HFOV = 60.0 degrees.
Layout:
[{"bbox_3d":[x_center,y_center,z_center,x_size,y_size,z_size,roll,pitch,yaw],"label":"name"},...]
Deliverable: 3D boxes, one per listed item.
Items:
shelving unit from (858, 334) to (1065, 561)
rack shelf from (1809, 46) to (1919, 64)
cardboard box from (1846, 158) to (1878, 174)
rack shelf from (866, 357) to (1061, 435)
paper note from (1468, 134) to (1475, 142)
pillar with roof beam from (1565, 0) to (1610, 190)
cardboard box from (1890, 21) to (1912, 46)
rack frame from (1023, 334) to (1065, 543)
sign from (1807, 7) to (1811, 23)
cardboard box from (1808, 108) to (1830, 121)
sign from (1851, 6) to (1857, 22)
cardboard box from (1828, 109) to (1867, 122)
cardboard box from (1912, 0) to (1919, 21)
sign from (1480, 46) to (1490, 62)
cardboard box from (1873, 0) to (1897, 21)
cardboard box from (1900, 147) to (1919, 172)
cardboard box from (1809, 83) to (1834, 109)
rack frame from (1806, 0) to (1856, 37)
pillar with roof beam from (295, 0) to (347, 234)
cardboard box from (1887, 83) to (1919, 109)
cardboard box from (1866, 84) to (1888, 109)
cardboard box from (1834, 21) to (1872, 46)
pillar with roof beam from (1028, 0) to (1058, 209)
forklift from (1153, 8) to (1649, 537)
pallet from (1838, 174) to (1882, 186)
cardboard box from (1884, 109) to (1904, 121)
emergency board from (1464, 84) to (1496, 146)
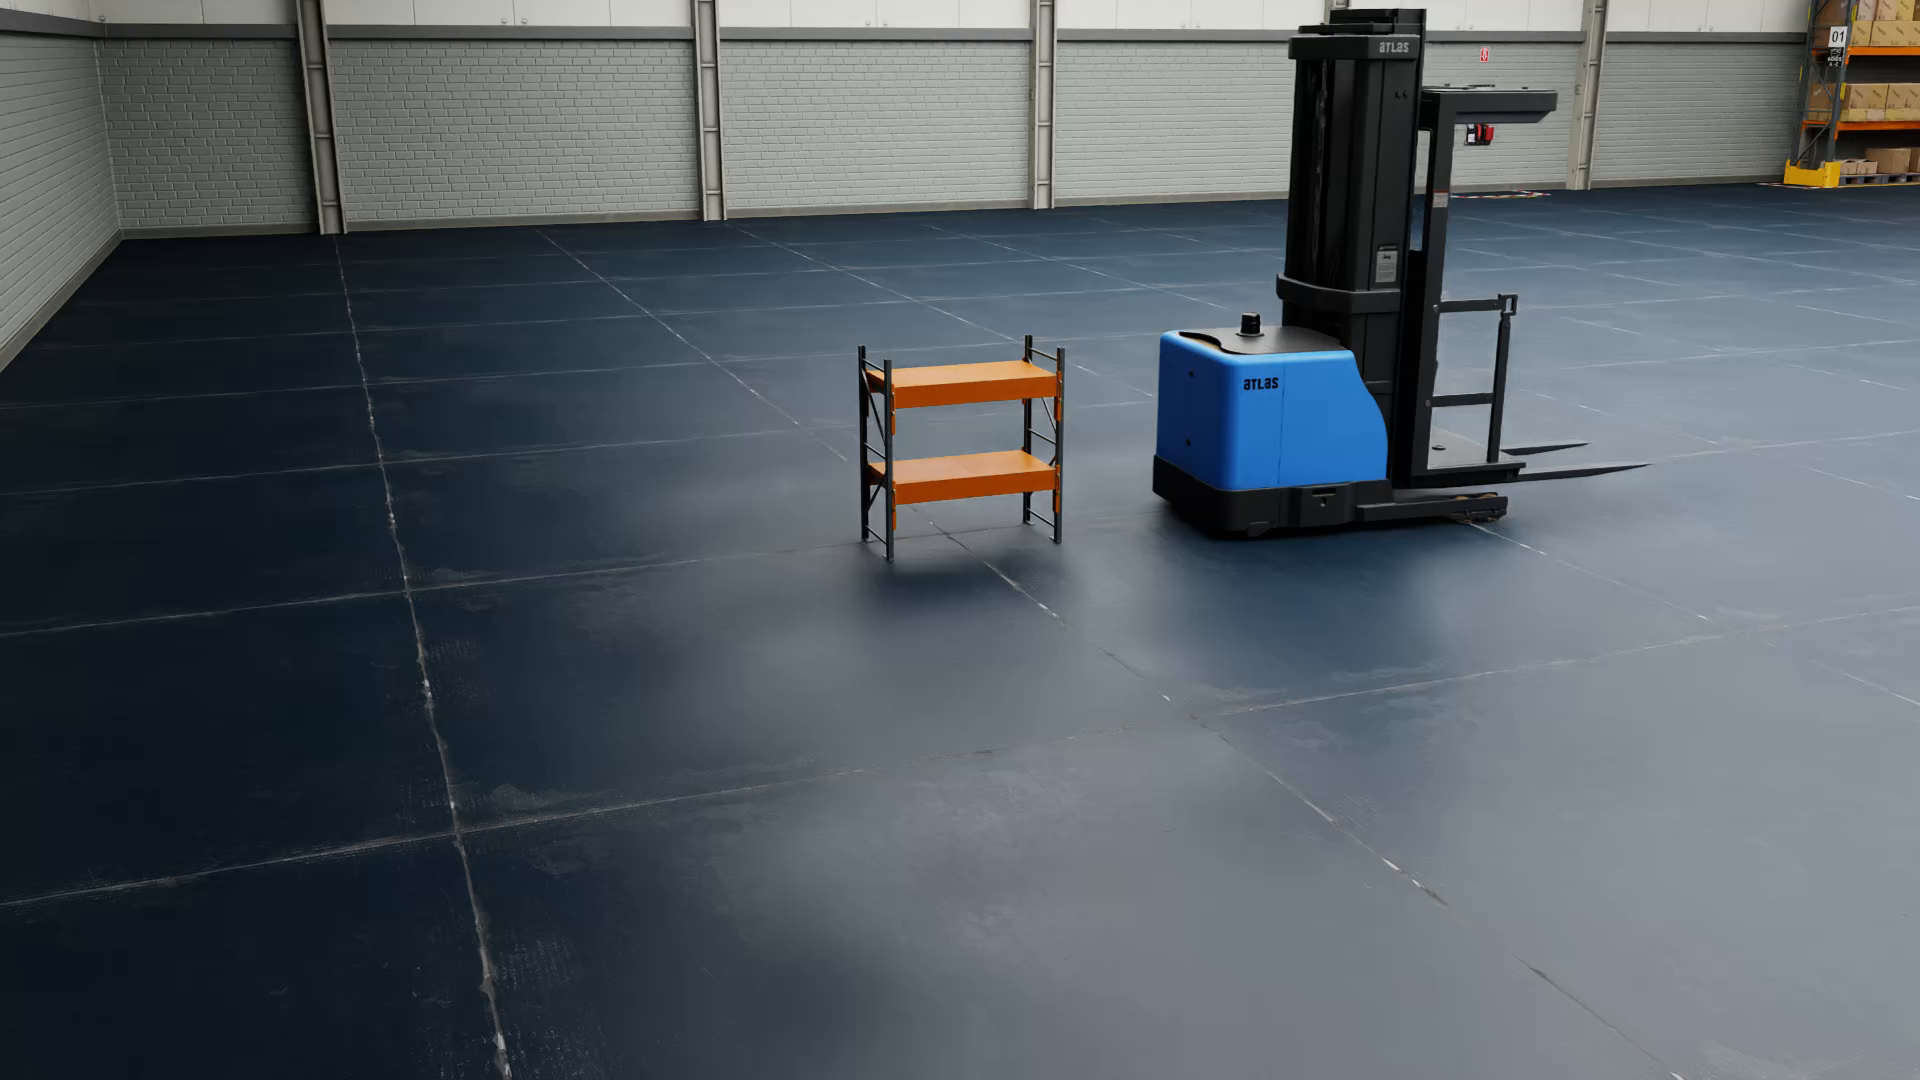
[{"bbox_3d":[0.006,-0.540,9.442,1.048,1.125,0.538,-6,17,-20],"label":"shelving unit"},{"bbox_3d":[19.790,-10.241,35.103,4.000,0.370,1.077,-6,17,-20],"label":"rack shelf"},{"bbox_3d":[19.133,-7.970,35.407,0.500,0.311,0.500,-5,17,-15],"label":"cardboard box"},{"bbox_3d":[0.006,-0.821,9.360,1.000,0.278,0.538,-6,17,-20],"label":"rack shelf"},{"bbox_3d":[10.153,-7.977,33.004,0.142,0.148,0.016,-6,17,-20],"label":"paper note"},{"bbox_3d":[14.204,-10.385,28.991,0.400,9.000,9.100,-6,17,-20],"label":"pillar with roof beam"},{"bbox_3d":[19.322,-10.509,34.523,0.500,0.500,0.500,-5,17,-18],"label":"cardboard box"},{"bbox_3d":[0.481,-0.592,9.617,0.032,1.125,0.500,-6,17,-20],"label":"rack frame"},{"bbox_3d":[17.743,-10.958,34.694,0.005,0.325,0.100,-6,17,-20],"label":"sign"},{"bbox_3d":[18.290,-8.981,35.090,0.500,0.250,0.500,-6,17,-19],"label":"cardboard box"},{"bbox_3d":[18.117,-10.662,33.706,0.005,0.325,0.100,-6,17,-20],"label":"sign"},{"bbox_3d":[18.492,-8.849,34.639,0.500,0.250,0.500,-7,18,-22],"label":"cardboard box"},{"bbox_3d":[20.295,-11.090,34.729,0.500,0.500,0.500,-7,18,-22],"label":"cardboard box"},{"bbox_3d":[10.299,-9.537,32.639,0.199,0.298,0.001,-6,17,-20],"label":"sign"},{"bbox_3d":[18.856,-10.934,34.199,0.500,0.500,0.500,-6,18,-21],"label":"cardboard box"},{"bbox_3d":[20.703,-8.246,36.009,0.500,0.500,0.500,-8,18,-24],"label":"cardboard box"},{"bbox_3d":[18.287,-9.347,35.002,0.500,0.500,0.500,-6,18,-21],"label":"cardboard box"},{"bbox_3d":[17.923,-11.824,33.892,0.127,3.000,1.000,-6,17,-20],"label":"rack frame"},{"bbox_3d":[-8.207,-7.965,20.751,0.400,9.000,9.100,-6,17,-20],"label":"pillar with roof beam"},{"bbox_3d":[19.903,-9.365,35.065,0.500,0.500,0.500,-6,17,-18],"label":"cardboard box"},{"bbox_3d":[18.941,-9.259,34.706,0.500,0.500,0.500,-6,17,-20],"label":"cardboard box"},{"bbox_3d":[18.324,-10.410,34.189,0.500,0.500,0.500,-6,17,-19],"label":"cardboard box"},{"bbox_3d":[2.999,-9.175,24.871,0.400,9.000,9.100,-6,17,-20],"label":"pillar with roof beam"},{"bbox_3d":[2.777,-1.639,9.976,3.031,2.935,1.130,-5,17,-16],"label":"forklift"},{"bbox_3d":[18.765,-7.688,35.404,1.213,0.211,1.003,-6,17,-20],"label":"pallet"},{"bbox_3d":[19.449,-8.955,35.000,0.500,0.250,0.500,-6,18,-21],"label":"cardboard box"},{"bbox_3d":[10.343,-8.400,32.879,0.643,1.169,0.194,-6,17,-20],"label":"emergency board"}]
